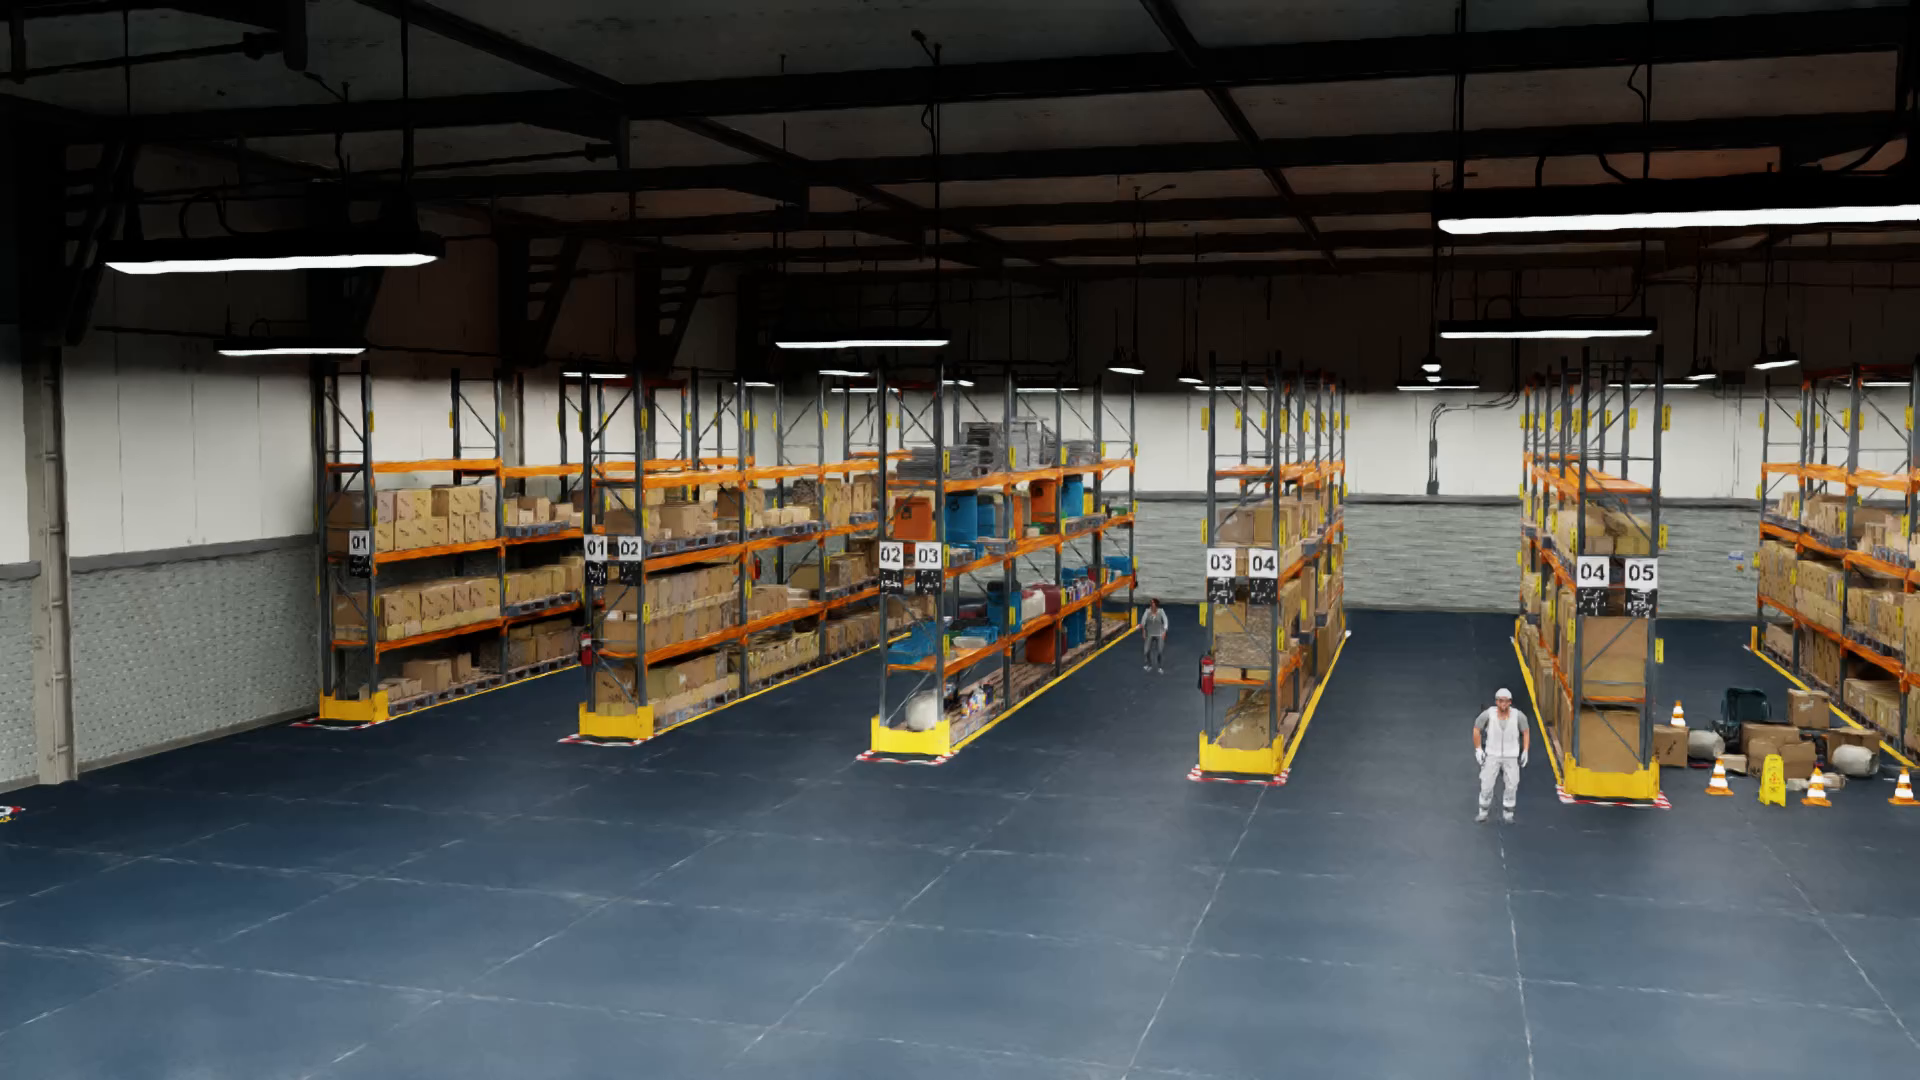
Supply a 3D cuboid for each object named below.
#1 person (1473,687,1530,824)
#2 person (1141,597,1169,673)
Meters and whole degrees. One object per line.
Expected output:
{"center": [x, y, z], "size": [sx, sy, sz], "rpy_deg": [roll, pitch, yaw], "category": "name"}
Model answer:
{"center": [6.697, 2.671, 20.579], "size": [0.677, 1.742, 0.551], "rpy_deg": [1, 4, 15], "category": "person"}
{"center": [3.858, 1.884, 32.981], "size": [0.566, 1.541, 0.519], "rpy_deg": [1, 4, 14], "category": "person"}
